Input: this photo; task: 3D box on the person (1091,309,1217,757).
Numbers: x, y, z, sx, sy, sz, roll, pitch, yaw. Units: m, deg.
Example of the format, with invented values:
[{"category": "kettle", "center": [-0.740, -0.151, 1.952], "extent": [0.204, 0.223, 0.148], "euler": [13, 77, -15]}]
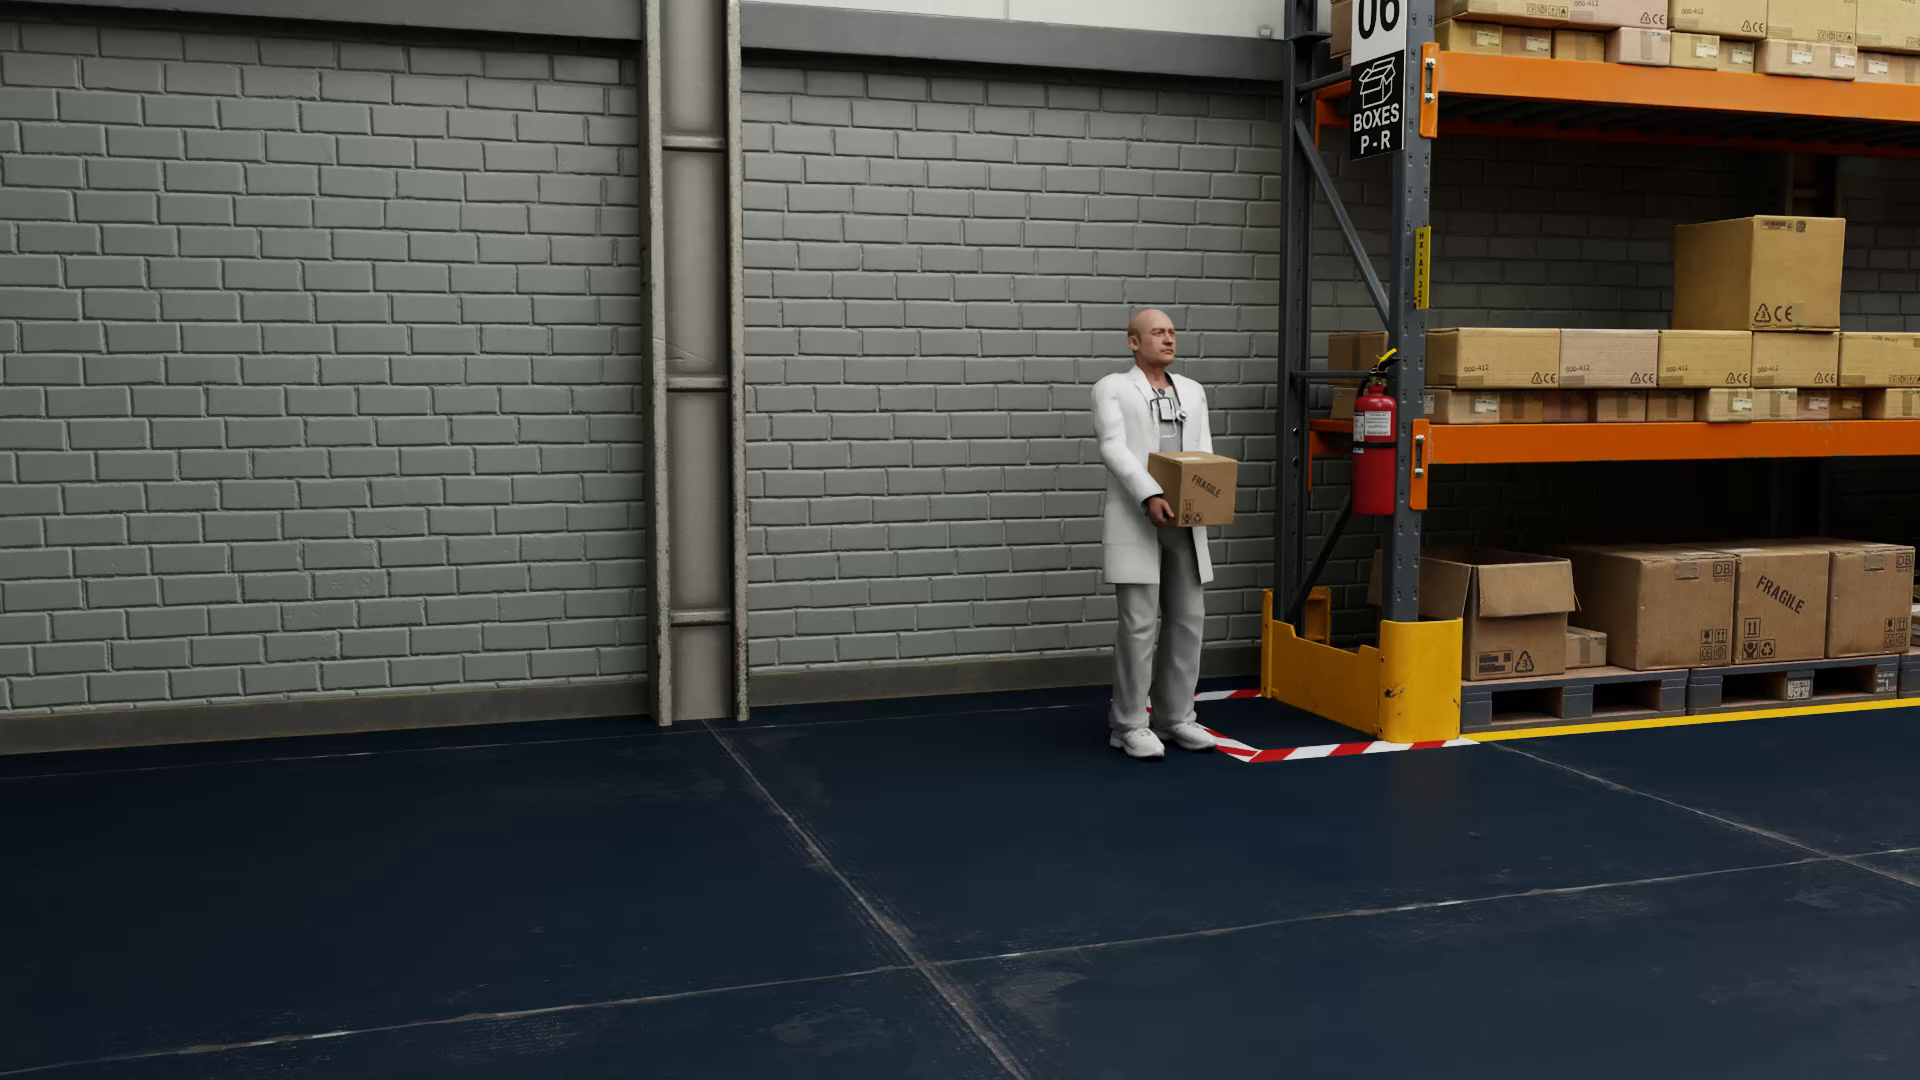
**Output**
[{"category": "person", "center": [0.826, -0.033, 6.622], "extent": [0.527, 1.769, 0.554], "euler": [-3, 6, -25]}]
